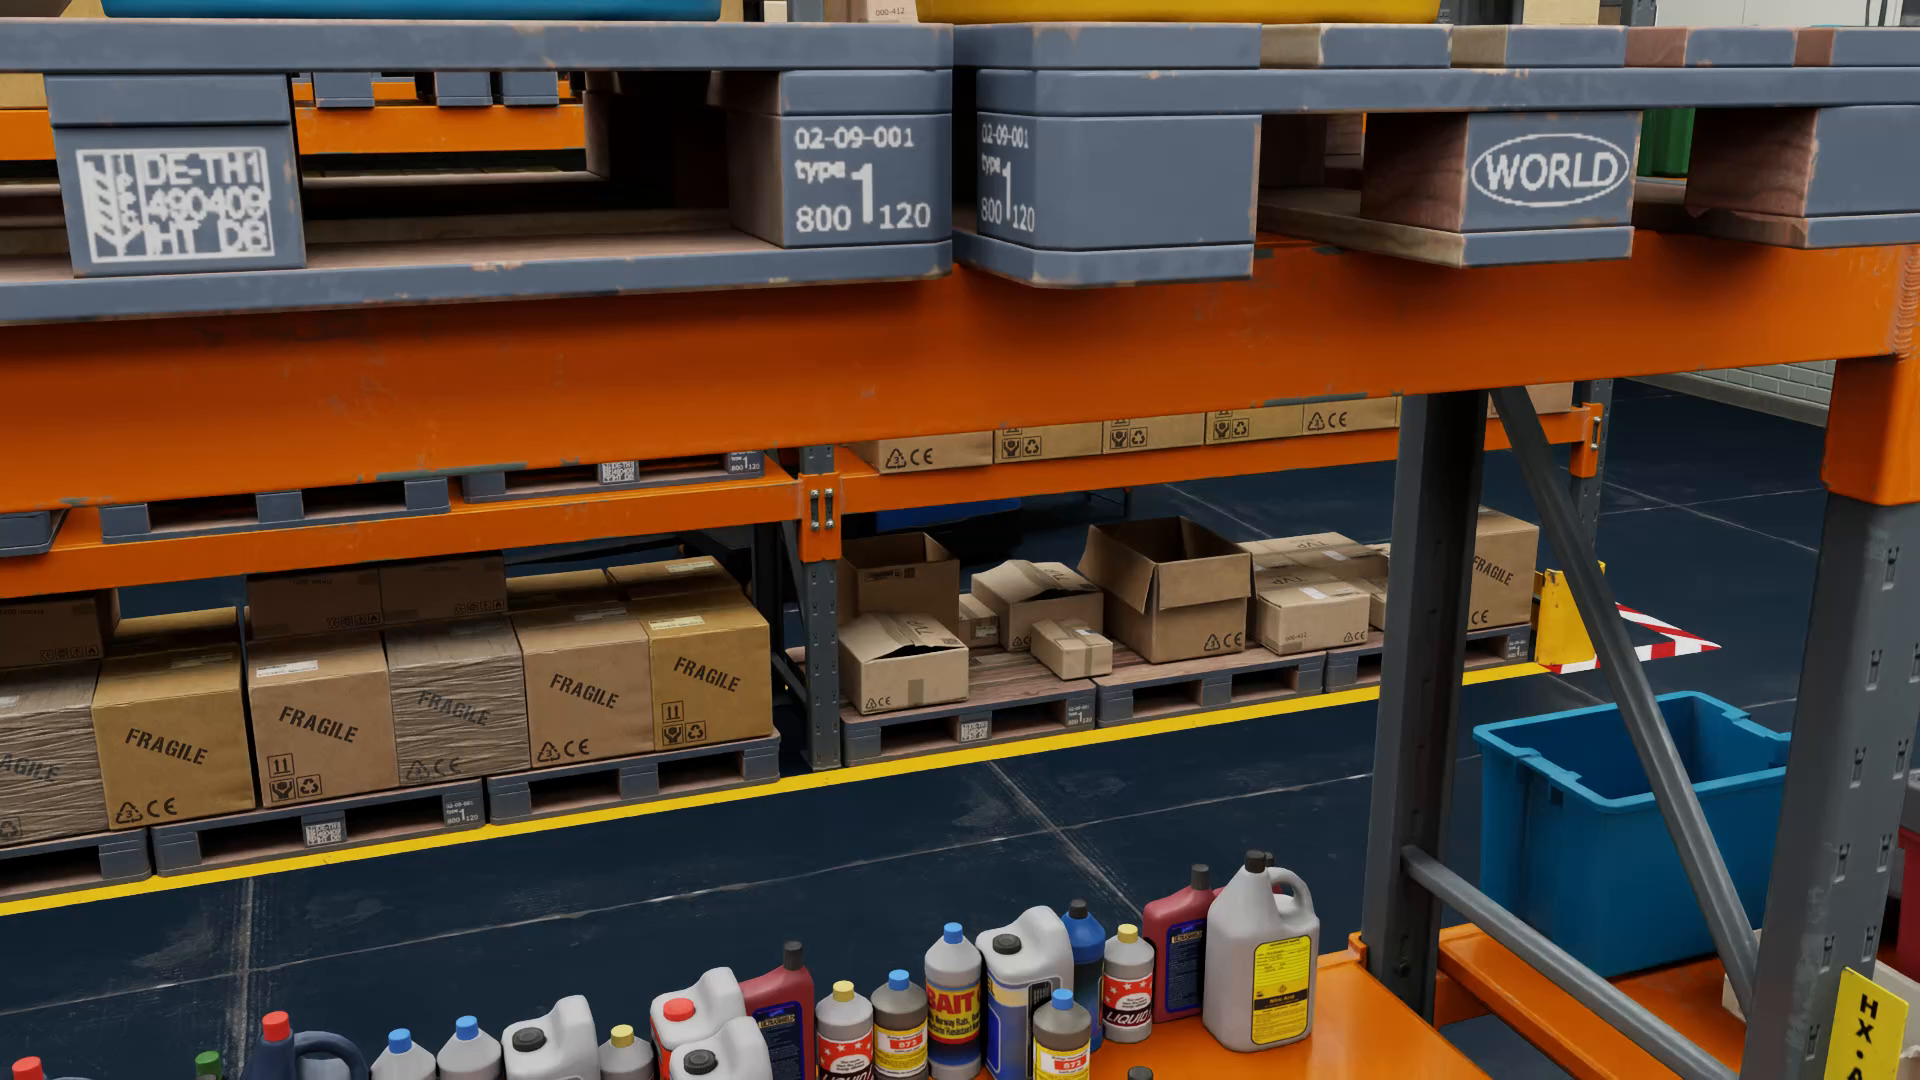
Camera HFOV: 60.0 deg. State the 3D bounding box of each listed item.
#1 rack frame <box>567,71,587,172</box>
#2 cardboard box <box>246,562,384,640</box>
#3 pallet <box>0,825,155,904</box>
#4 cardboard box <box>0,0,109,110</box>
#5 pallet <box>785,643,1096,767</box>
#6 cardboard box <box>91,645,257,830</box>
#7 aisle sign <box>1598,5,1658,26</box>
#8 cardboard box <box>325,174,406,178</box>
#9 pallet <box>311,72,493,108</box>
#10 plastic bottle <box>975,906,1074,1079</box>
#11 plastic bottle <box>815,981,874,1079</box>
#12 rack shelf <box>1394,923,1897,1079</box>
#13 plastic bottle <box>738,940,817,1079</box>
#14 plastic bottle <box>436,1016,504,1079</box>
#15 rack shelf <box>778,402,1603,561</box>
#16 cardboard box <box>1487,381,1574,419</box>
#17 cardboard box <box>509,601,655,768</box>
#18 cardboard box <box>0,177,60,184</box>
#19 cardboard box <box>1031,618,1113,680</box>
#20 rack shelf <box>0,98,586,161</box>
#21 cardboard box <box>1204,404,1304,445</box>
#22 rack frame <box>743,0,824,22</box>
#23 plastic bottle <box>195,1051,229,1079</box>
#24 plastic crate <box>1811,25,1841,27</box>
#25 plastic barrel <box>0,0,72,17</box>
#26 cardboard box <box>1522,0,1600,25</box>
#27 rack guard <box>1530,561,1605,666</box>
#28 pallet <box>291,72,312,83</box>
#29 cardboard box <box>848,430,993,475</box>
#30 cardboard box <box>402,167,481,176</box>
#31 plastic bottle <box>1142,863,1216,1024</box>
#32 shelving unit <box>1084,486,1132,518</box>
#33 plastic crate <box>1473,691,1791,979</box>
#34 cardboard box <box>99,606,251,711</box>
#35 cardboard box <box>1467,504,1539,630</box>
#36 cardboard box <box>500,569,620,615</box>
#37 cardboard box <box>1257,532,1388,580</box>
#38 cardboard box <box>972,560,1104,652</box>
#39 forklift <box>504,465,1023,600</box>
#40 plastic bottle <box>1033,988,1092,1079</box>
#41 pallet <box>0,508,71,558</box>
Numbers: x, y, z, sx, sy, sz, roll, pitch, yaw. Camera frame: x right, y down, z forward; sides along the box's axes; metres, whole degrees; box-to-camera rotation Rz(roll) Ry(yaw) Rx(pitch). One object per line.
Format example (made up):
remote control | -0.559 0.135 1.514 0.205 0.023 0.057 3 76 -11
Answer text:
rack frame | -2.528 -1.874 11.656 0.127 3.000 1.000 -6 17 -20
cardboard box | -2.693 0.194 6.940 0.500 0.250 0.500 -7 18 -21
pallet | -3.776 1.105 6.461 1.213 0.211 1.003 -6 17 -20
cardboard box | -3.130 -1.812 5.942 0.500 0.500 0.910 -6 17 -20
pallet | -0.110 0.698 7.847 1.213 0.211 1.003 -6 17 -20
cardboard box | -3.003 0.746 6.389 0.500 0.500 0.500 -6 18 -21
aisle sign | 3.157 -2.148 7.975 0.004 0.787 0.394 -6 17 -20
cardboard box | -3.830 -2.219 10.760 0.500 0.250 0.500 -6 17 -19
pallet | -2.353 -1.767 6.303 1.003 0.211 1.213 -6 17 -20
plastic bottle | 0.107 0.775 2.854 0.135 0.276 0.152 -6 17 -20
plastic bottle | -0.193 0.835 2.782 0.097 0.201 0.097 0 16 0
rack shelf | 2.885 0.876 3.568 4.000 0.370 1.077 -6 17 -20
plastic bottle | -0.307 0.803 2.748 0.133 0.283 0.061 -6 17 -20
plastic bottle | -0.751 0.862 2.567 0.097 0.271 0.097 0 16 0
rack shelf | 1.116 -0.427 8.007 4.000 0.370 1.077 -6 17 -20
cardboard box | 2.662 -0.905 8.181 0.500 0.500 0.500 -6 17 -18
cardboard box | -1.575 0.590 6.921 0.500 0.500 0.500 -6 17 -20
cardboard box | -5.932 -2.145 10.506 0.500 0.250 0.500 -6 17 -19
cardboard box | 0.522 0.502 7.812 0.250 0.166 0.380 -6 17 -20
rack shelf | -2.620 -1.463 6.211 4.000 0.370 1.077 -6 17 -20
cardboard box | 1.241 -0.753 7.660 0.500 0.500 0.500 -6 18 -21
rack frame | -0.752 -3.449 6.374 0.127 3.000 1.000 -6 17 -20
plastic bottle | -1.129 0.892 2.446 0.133 0.283 0.061 -6 17 -20
plastic crate | 1.753 -0.802 2.979 0.300 0.233 0.416 -6 17 -20
plastic barrel | -1.117 -0.788 1.649 0.433 0.535 0.433 0 16 0
cardboard box | 2.595 -2.463 7.715 0.500 0.250 0.500 -6 17 -20
rack guard | 2.912 0.233 8.918 0.348 0.500 1.175 -6 17 -20
pallet | -4.638 -3.012 10.542 1.213 0.211 1.003 -5 17 -18
cardboard box | -0.179 -0.599 7.136 0.500 0.500 0.500 -6 17 -19
cardboard box | -3.537 -2.402 11.381 0.500 0.250 0.500 -6 17 -19
plastic bottle | 0.397 0.727 3.007 0.133 0.283 0.061 -6 17 -20
shelving unit | 0.566 -0.670 10.885 1.048 1.125 0.538 -10 19 -30
plastic crate | 1.331 0.575 3.239 0.575 0.384 0.392 -6 17 -20
cardboard box | -3.214 0.612 6.845 0.500 0.500 0.500 -7 18 -22
cardboard box | 2.564 0.134 8.475 0.500 0.500 0.500 -6 17 -20
cardboard box | -1.785 0.459 7.368 0.500 0.500 0.500 -6 17 -19
cardboard box | 1.907 0.165 8.813 0.500 0.250 0.500 -6 17 -20
cardboard box | 0.379 0.300 8.243 0.500 0.311 0.500 -6 17 -20
forklift | -1.137 -1.213 9.526 3.031 2.935 1.130 -10 19 -30
plastic bottle | 0.169 0.842 2.759 0.097 0.201 0.097 0 16 0
pallet | -3.879 -0.162 6.168 1.003 0.211 1.213 -6 17 -20
